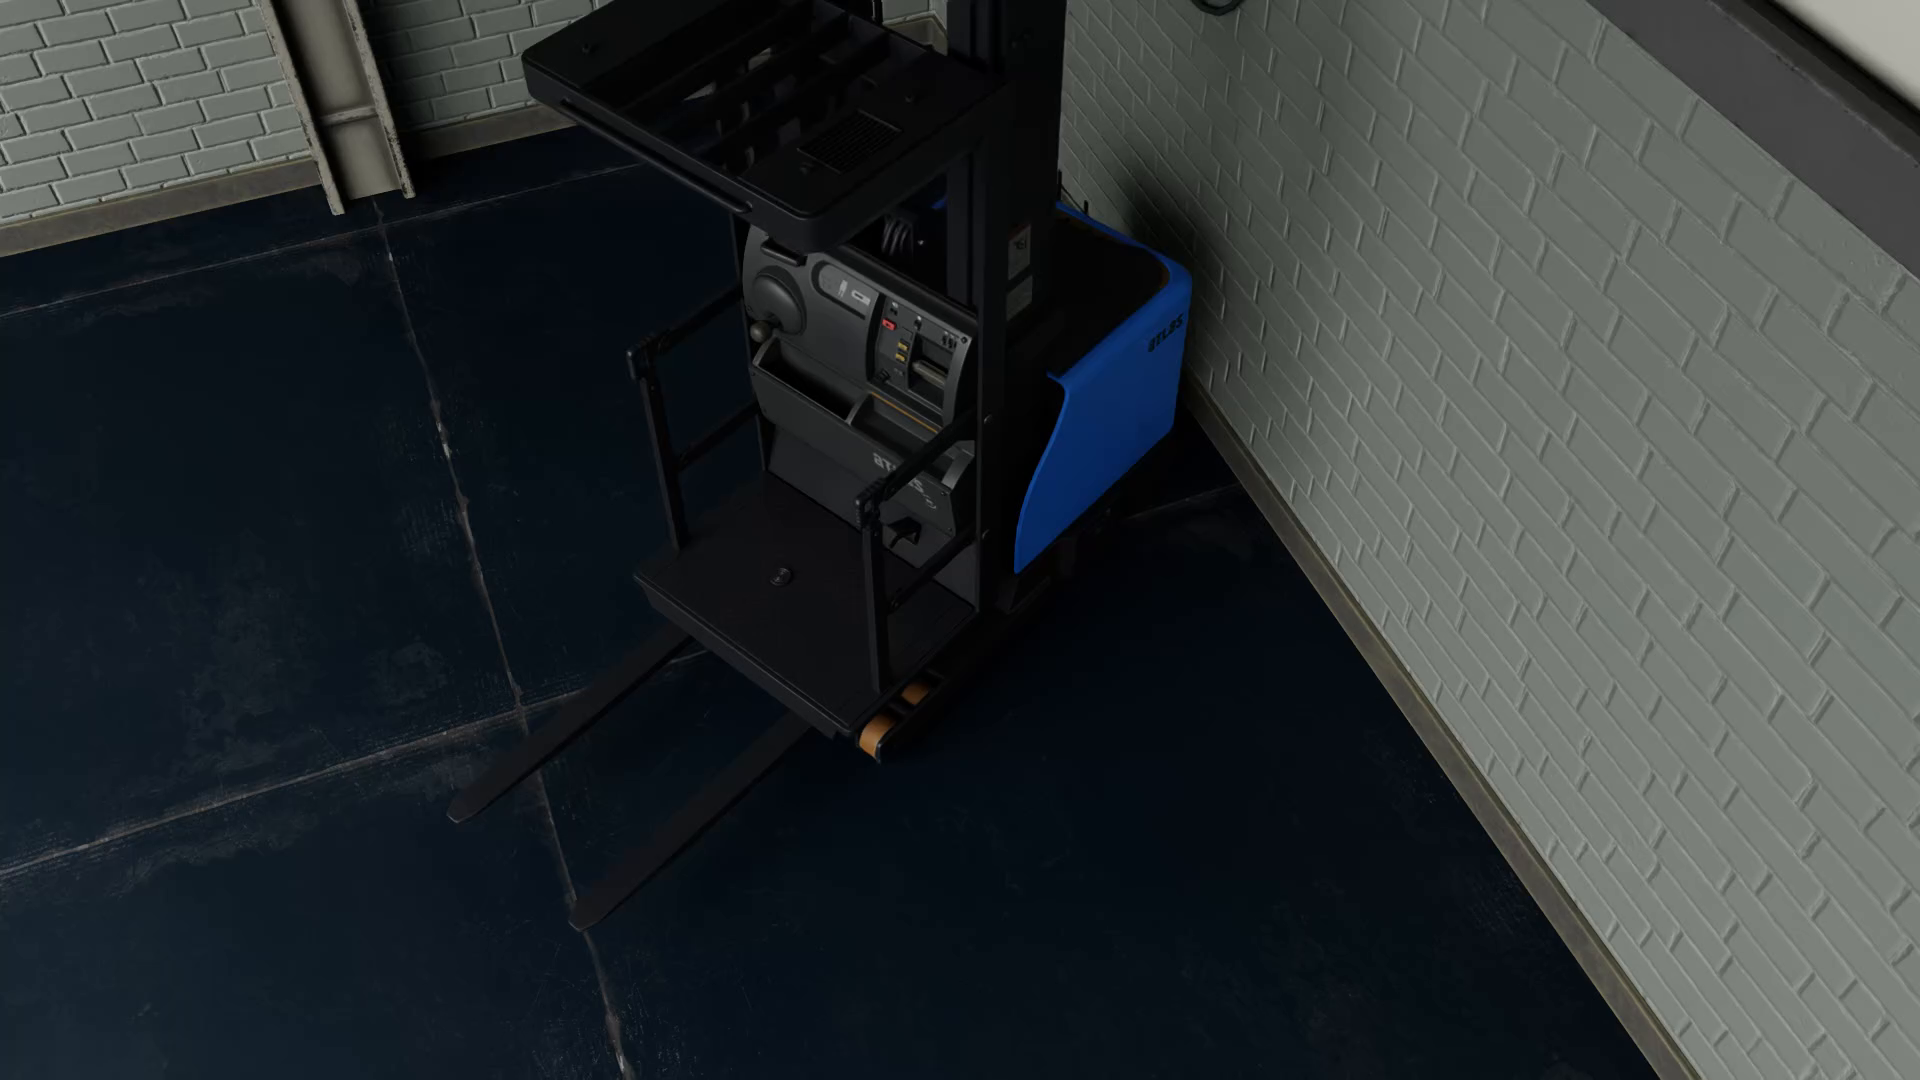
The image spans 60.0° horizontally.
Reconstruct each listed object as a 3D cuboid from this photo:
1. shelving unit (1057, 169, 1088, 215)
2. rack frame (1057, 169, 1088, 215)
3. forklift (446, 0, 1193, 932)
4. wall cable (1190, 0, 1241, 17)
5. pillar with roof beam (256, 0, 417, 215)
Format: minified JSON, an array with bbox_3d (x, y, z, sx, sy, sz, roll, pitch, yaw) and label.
[{"bbox_3d":[0.358,-1.081,6.926,0.210,0.900,0.258,-20,52,-16],"label":"shelving unit"},{"bbox_3d":[0.450,-1.114,6.954,0.006,0.900,0.240,-20,52,-16],"label":"rack frame"},{"bbox_3d":[-0.474,-0.615,5.187,1.130,2.935,3.031,33,57,25],"label":"forklift"},{"bbox_3d":[0.369,-3.546,5.751,0.112,2.526,3.097,-17,52,-14],"label":"wall cable"},{"bbox_3d":[-1.230,-1.618,2.049,0.400,9.000,9.100,-17,52,-14],"label":"pillar with roof beam"}]
